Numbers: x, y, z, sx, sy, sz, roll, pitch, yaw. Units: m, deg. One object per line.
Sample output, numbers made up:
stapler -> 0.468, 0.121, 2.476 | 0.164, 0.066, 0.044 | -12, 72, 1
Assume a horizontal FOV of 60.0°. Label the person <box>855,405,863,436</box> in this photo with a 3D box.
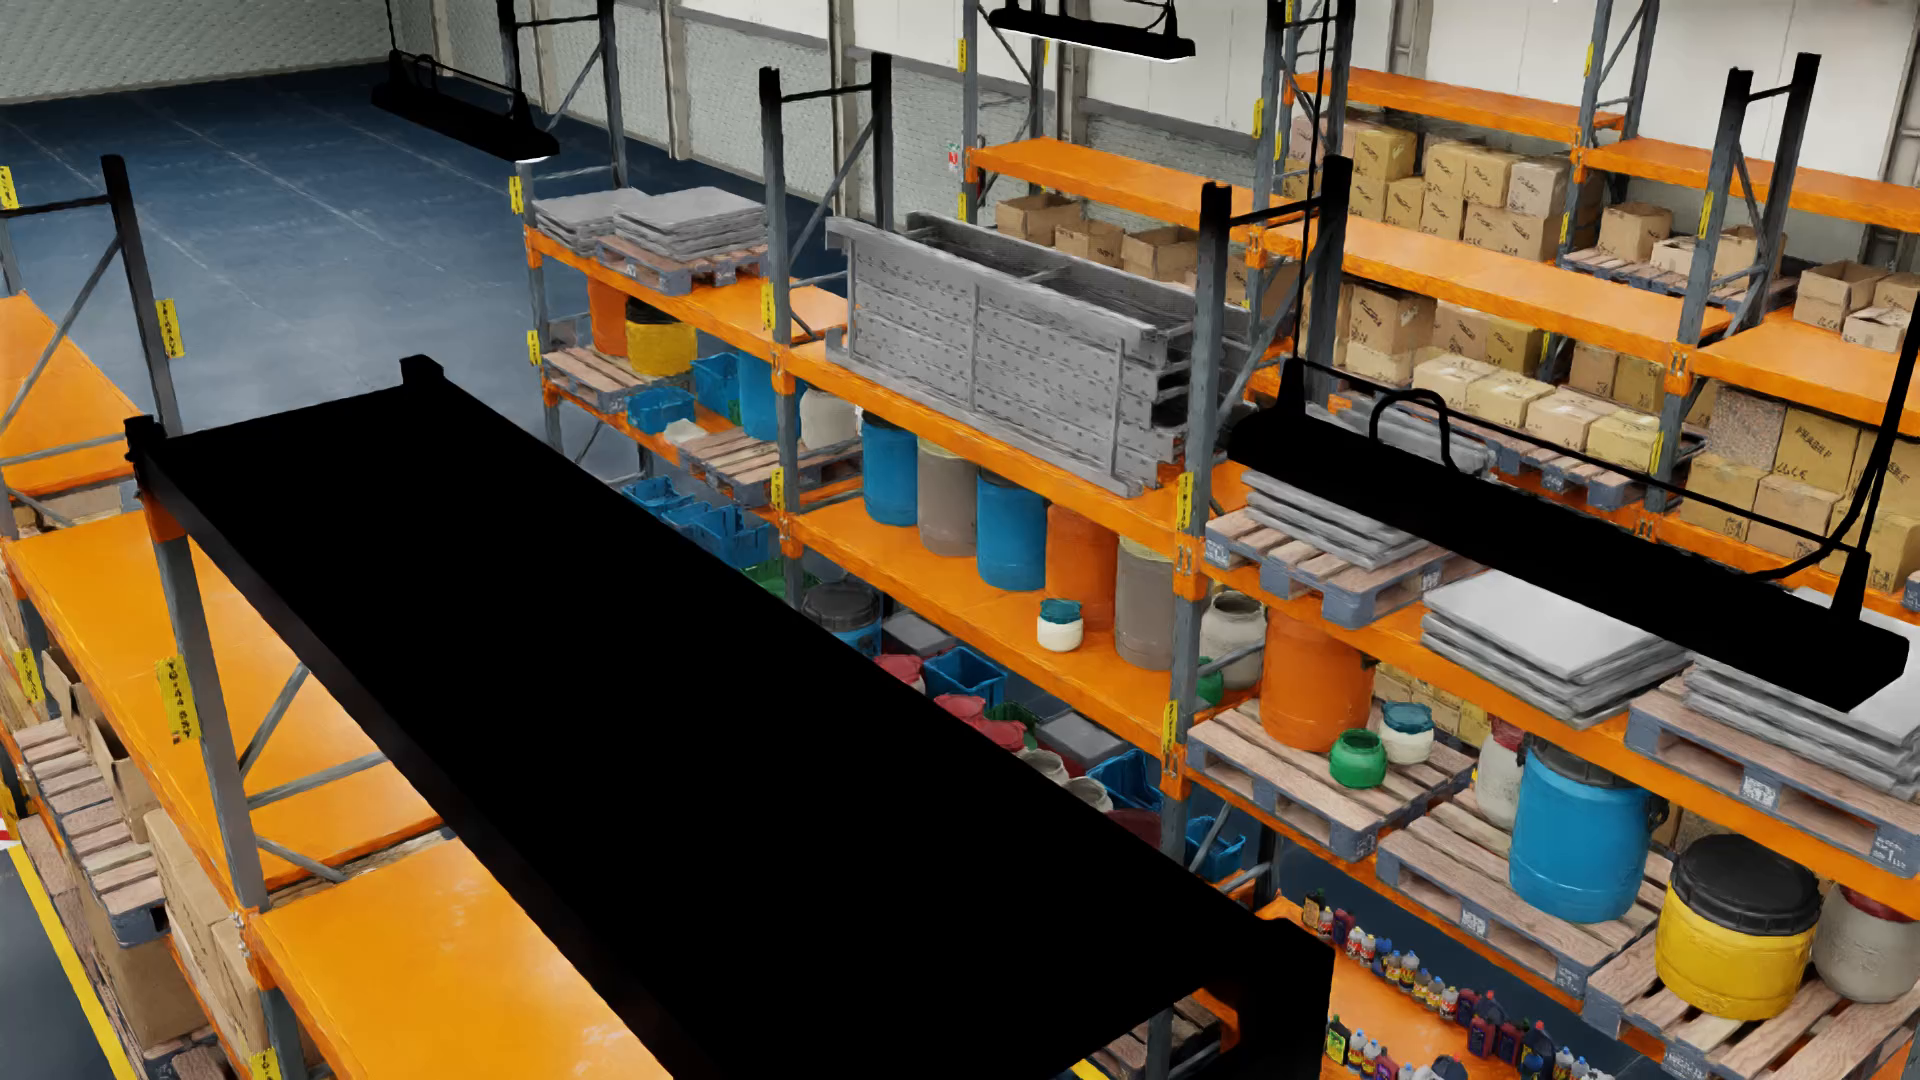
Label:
person -> -0.966, -1.041, 18.480 | 0.578, 1.672, 0.463 | 16, 30, 30
